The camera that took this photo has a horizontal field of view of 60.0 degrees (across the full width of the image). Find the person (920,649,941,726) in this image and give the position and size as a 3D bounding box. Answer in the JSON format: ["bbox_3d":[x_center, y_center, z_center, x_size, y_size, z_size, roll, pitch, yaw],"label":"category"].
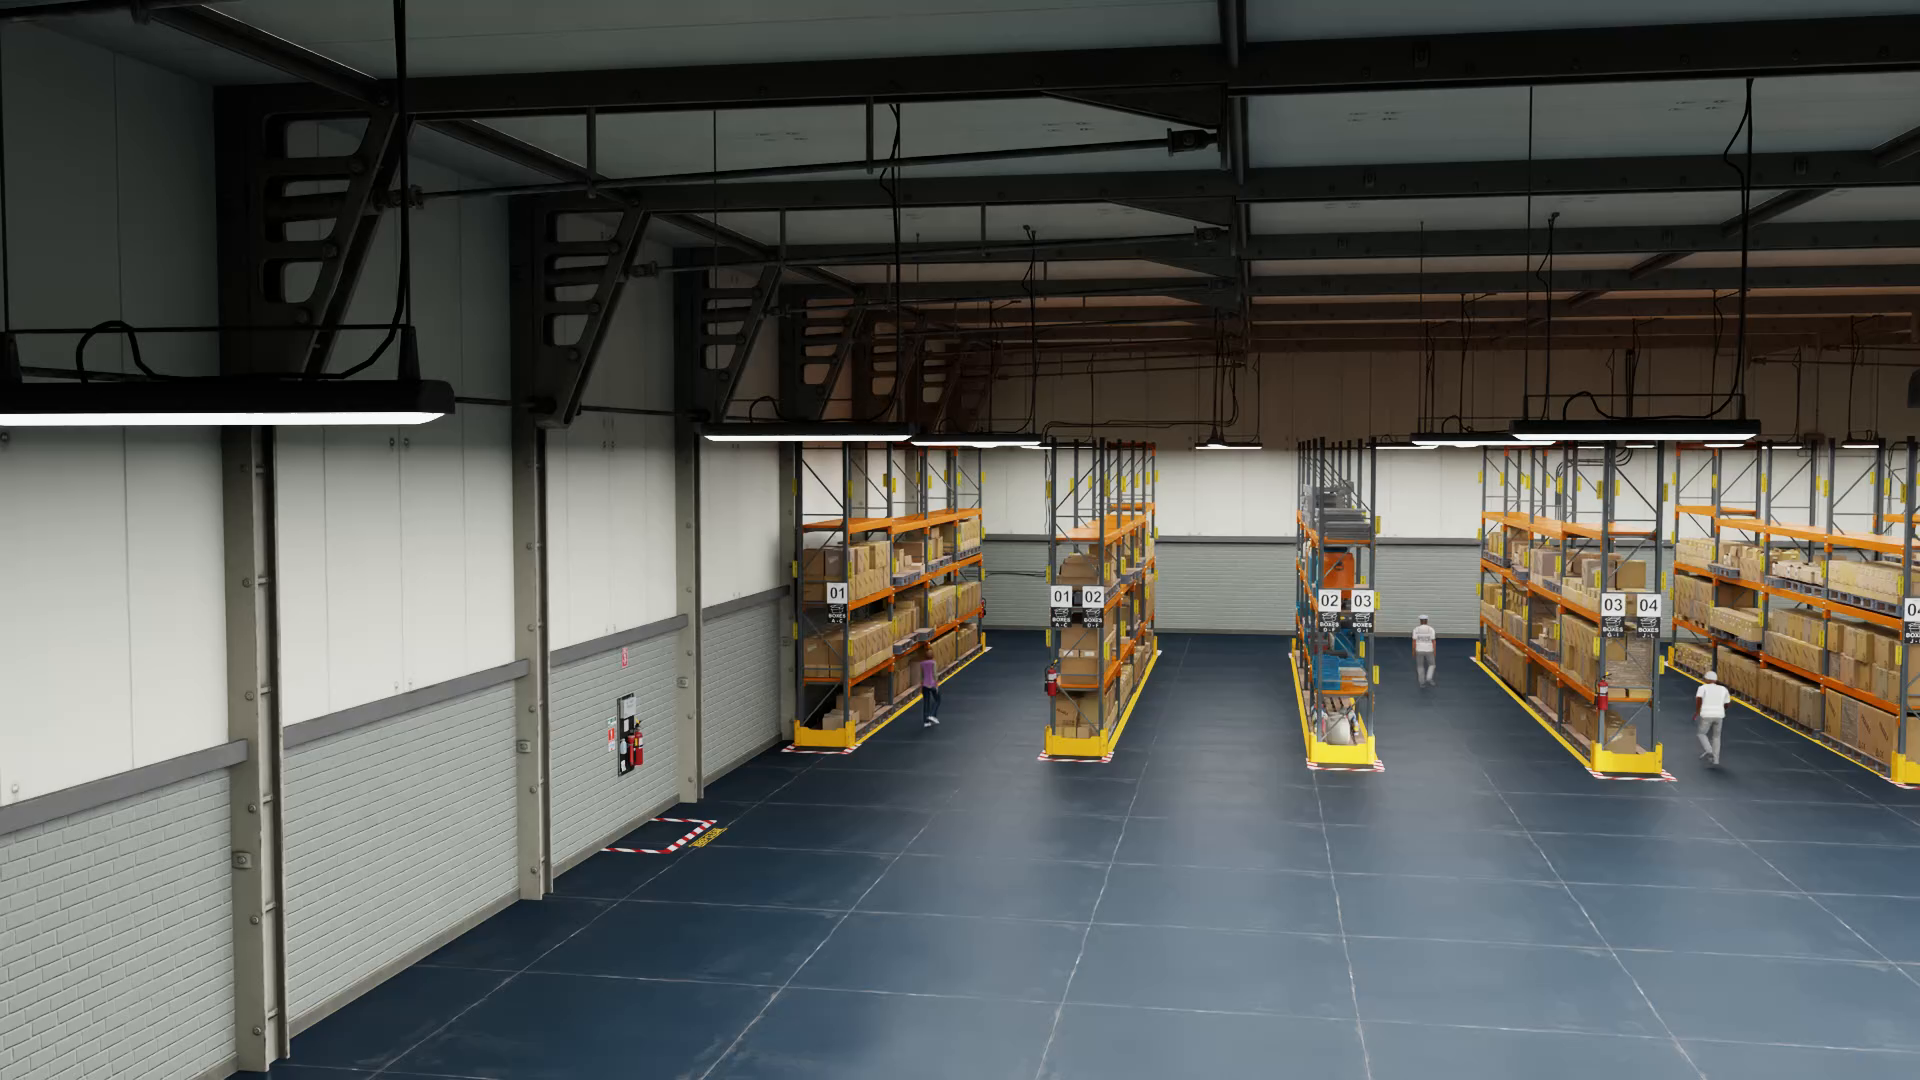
[{"bbox_3d":[-0.647,3.086,34.726,0.447,1.568,0.469,1,3,22],"label":"person"}]

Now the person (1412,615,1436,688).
[{"bbox_3d":[11.275,2.711,40.355,0.586,1.756,0.532,1,3,17],"label":"person"}]

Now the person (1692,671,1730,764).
[{"bbox_3d":[13.903,3.273,30.776,0.670,1.654,0.769,1,3,12],"label":"person"}]

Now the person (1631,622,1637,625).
[{"bbox_3d":[19.518,2.353,48.237,0.529,1.638,0.710,-1,3,-14],"label":"person"}]
